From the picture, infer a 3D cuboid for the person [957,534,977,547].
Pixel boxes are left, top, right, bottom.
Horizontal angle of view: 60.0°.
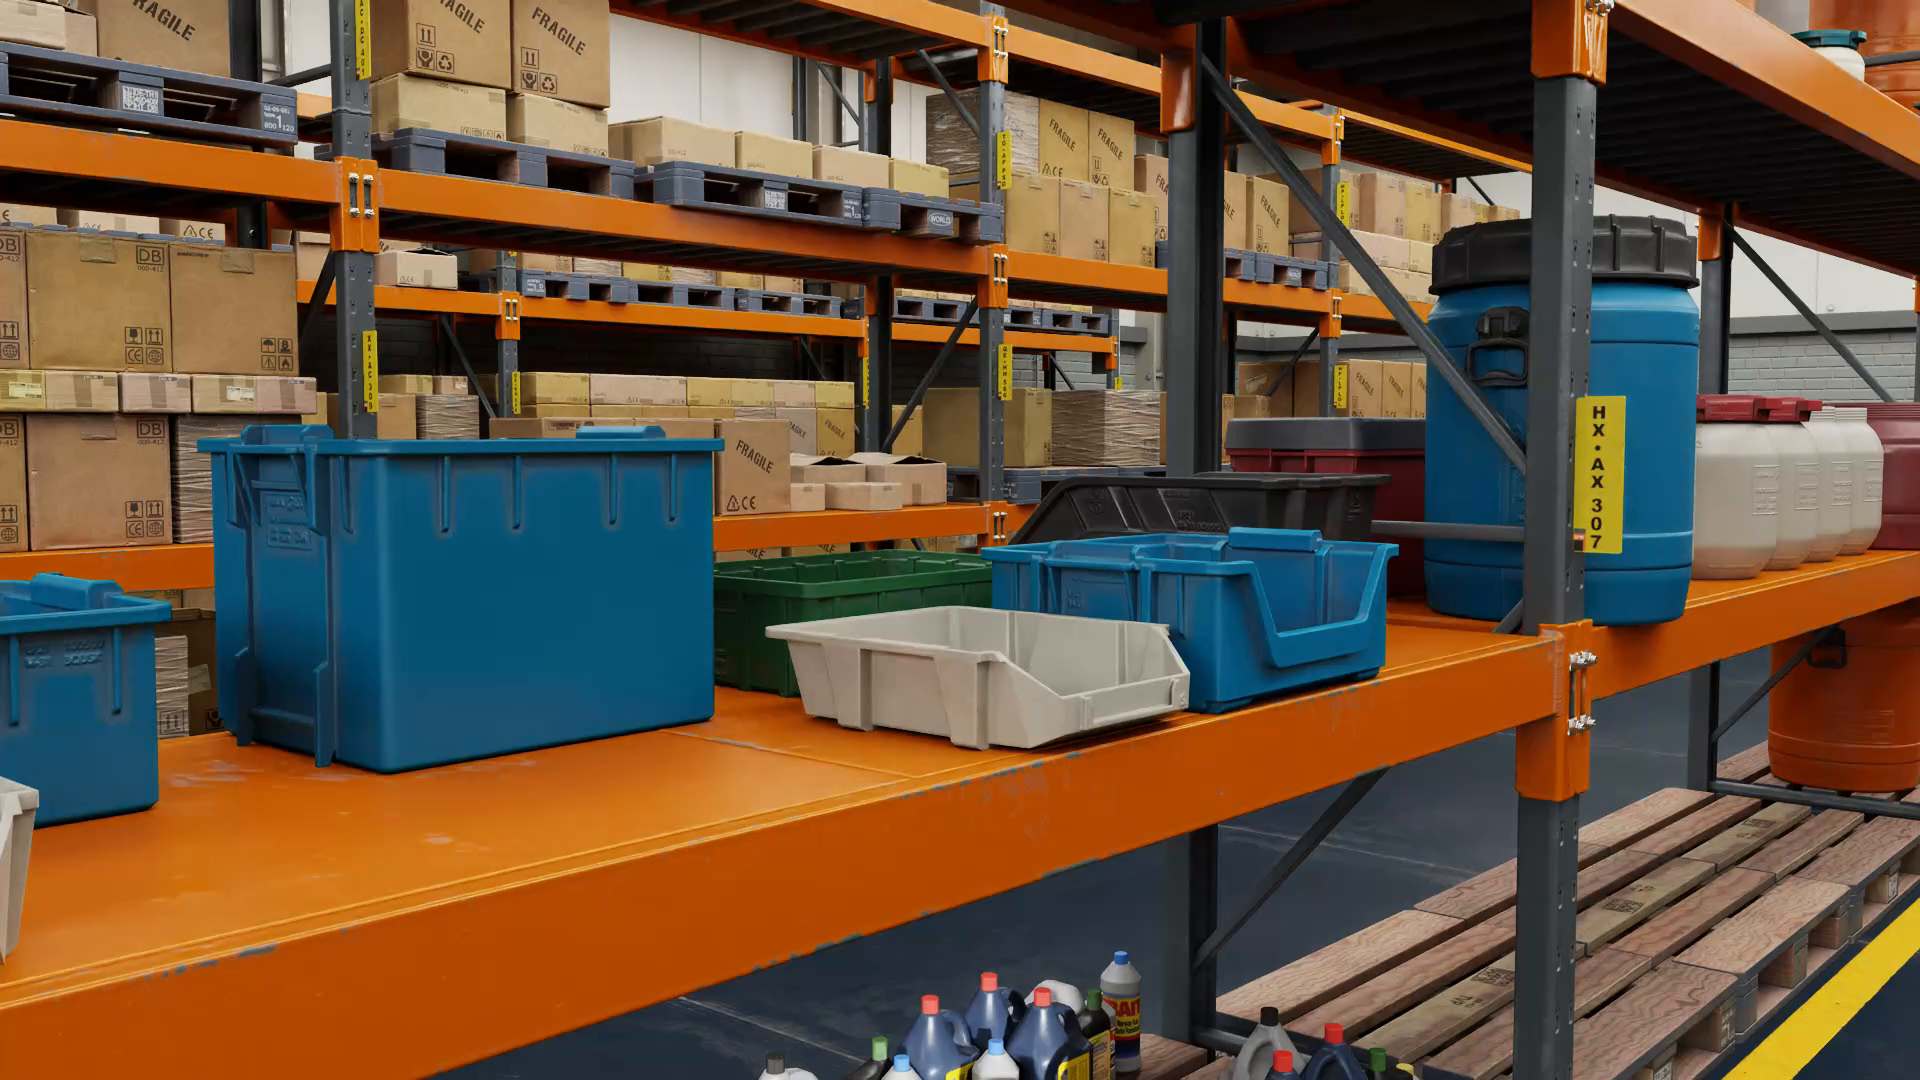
[{"bbox_3d":[0.171,-0.114,15.802,0.518,1.656,0.397,3,5,38],"label":"person"}]
